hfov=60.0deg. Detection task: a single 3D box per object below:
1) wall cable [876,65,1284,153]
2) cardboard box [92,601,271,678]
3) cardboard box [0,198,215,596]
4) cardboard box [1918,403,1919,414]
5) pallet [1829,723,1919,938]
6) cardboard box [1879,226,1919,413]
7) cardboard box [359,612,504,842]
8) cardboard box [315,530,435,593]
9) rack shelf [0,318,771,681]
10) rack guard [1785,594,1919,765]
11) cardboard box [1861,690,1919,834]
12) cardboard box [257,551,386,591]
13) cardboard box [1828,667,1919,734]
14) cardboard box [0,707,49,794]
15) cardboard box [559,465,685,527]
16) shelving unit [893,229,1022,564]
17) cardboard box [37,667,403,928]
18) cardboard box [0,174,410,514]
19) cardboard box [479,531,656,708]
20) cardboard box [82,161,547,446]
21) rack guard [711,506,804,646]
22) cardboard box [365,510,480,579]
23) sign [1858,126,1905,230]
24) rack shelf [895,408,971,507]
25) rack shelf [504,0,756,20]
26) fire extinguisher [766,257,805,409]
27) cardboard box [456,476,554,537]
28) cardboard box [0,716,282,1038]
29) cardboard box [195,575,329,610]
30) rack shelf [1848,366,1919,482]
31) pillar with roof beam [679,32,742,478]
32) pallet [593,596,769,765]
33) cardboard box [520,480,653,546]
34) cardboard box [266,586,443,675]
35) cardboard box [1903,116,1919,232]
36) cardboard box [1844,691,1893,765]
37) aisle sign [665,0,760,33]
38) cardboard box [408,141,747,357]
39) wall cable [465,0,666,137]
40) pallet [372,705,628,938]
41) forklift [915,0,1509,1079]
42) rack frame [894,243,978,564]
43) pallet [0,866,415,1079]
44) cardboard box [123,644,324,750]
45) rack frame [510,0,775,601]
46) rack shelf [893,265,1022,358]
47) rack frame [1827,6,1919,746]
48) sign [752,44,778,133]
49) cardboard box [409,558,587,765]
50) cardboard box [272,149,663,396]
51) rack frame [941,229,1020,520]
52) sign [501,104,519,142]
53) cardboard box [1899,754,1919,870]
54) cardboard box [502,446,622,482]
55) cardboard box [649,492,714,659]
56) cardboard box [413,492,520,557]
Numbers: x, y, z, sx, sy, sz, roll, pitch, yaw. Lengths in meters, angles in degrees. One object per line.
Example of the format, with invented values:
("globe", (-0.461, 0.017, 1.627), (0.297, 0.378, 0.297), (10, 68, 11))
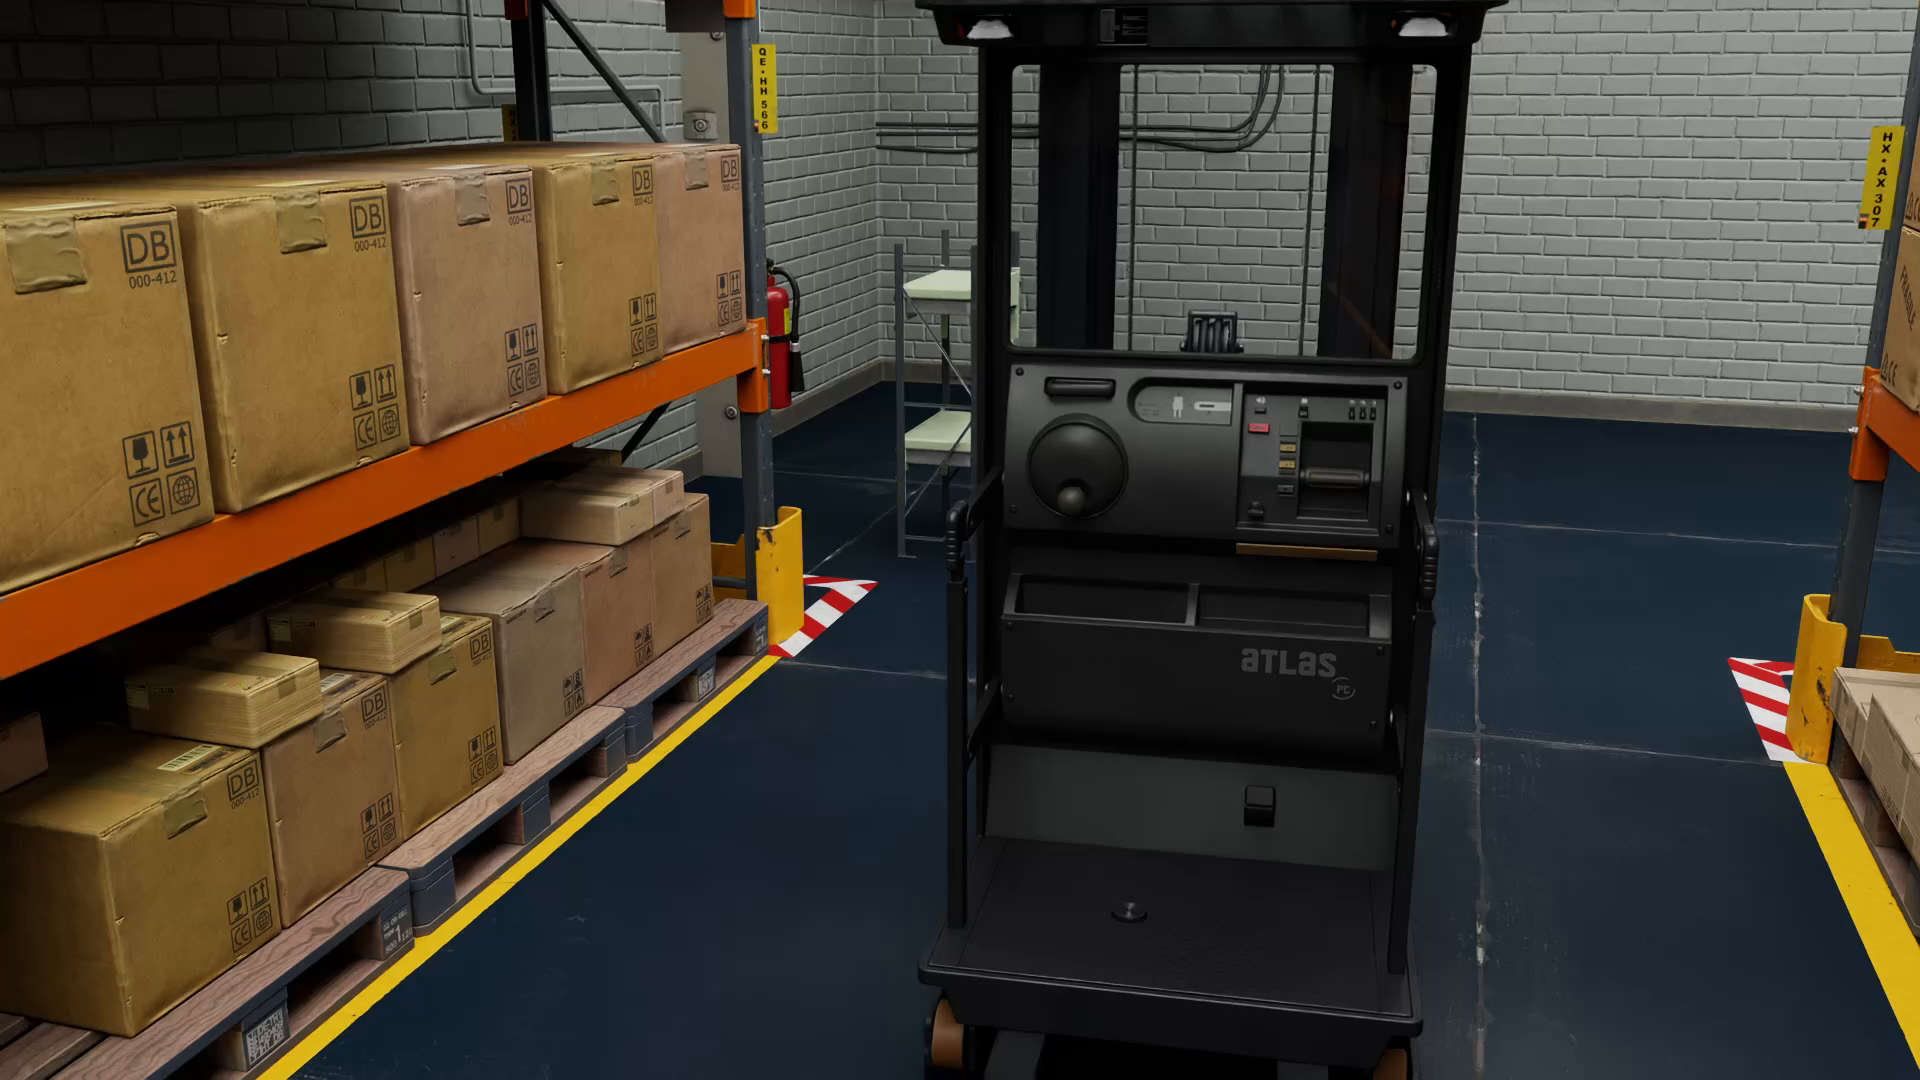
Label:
("wall cable", (0.689, -3.934, 11.398), (3.097, 2.526, 0.112), (5, 16, 16))
("cardboard box", (-2.097, 0.273, 4.492), (0.380, 0.149, 0.250), (4, 16, 14))
("cardboard box", (-2.228, -0.328, 3.439), (0.980, 0.700, 0.700), (5, 17, 17))
("cardboard box", (2.969, -0.523, 4.495), (0.500, 0.500, 0.500), (4, 16, 15))
("pallet", (3.242, 0.864, 4.898), (1.003, 0.211, 1.213), (5, 16, 16))
("cardboard box", (3.110, -0.659, 4.972), (0.500, 0.500, 0.500), (5, 17, 17))
("cardboard box", (-1.793, 0.504, 4.865), (0.700, 0.500, 0.500), (5, 17, 17))
("cardboard box", (-1.879, 0.073, 5.196), (0.380, 0.149, 0.250), (5, 17, 16))
("rack shelf", (-1.830, -0.220, 4.927), (1.077, 0.370, 4.000), (5, 16, 16))
("rack guard", (3.468, 0.516, 5.594), (1.175, 0.500, 0.348), (5, 16, 16))
("cardboard box", (2.921, 0.656, 4.753), (0.500, 0.250, 0.500), (5, 16, 16))
("cardboard box", (-1.951, 0.140, 4.963), (0.380, 0.149, 0.250), (4, 16, 15))
("cardboard box", (3.041, 0.536, 5.360), (0.380, 0.149, 0.250), (5, 16, 16))
("cardboard box", (-2.319, 0.480, 3.762), (0.380, 0.149, 0.250), (5, 16, 16))
("cardboard box", (-1.226, -0.162, 6.028), (0.380, 0.149, 0.250), (4, 16, 15))
("shelving unit", (-0.002, -0.720, 8.119), (0.431, 1.500, 0.755), (5, 16, 16))
("cardboard box", (-1.941, 0.639, 4.392), (0.700, 0.500, 0.500), (4, 16, 15))
("cardboard box", (-2.015, -0.519, 4.111), (0.980, 0.700, 0.700), (4, 16, 14))
("cardboard box", (-1.506, 0.233, 5.823), (0.700, 0.500, 0.500), (5, 16, 16))
("cardboard box", (-1.818, -0.710, 4.785), (0.980, 0.700, 0.700), (4, 16, 13))
("rack guard", (-1.254, 0.107, 7.037), (1.175, 0.500, 0.348), (5, 16, 16))
("cardboard box", (-1.807, 0.006, 5.433), (0.380, 0.149, 0.250), (5, 17, 17))
("sign", (2.969, -1.165, 5.353), (0.100, 0.325, 0.005), (5, 16, 16))
("rack shelf", (-0.002, -0.406, 8.208), (0.431, 0.370, 0.720), (5, 16, 16))
("rack shelf", (-1.830, -1.663, 4.518), (1.077, 0.370, 4.000), (5, 16, 16))
("fire extinguisher", (-0.776, -0.877, 6.748), (0.296, 0.674, 0.183), (5, 16, 16))
("cardboard box", (-1.664, -0.126, 5.898), (0.380, 0.149, 0.250), (5, 16, 16))
("cardboard box", (-2.087, 0.770, 3.930), (0.700, 0.500, 0.500), (5, 17, 17))
("cardboard box", (-2.024, 0.207, 4.724), (0.380, 0.149, 0.250), (5, 17, 16))
("rack shelf", (2.921, 0.163, 3.576), (1.077, 0.370, 4.000), (5, 16, 16))
("pillar with roof beam", (2.804, -4.415, 7.405), (9.100, 9.000, 0.400), (5, 16, 16))
("pallet", (-1.413, 0.467, 6.295), (1.003, 0.211, 1.213), (5, 16, 16))
("cardboard box", (-1.298, -0.096, 5.792), (0.380, 0.149, 0.250), (5, 17, 17))
("cardboard box", (-1.667, 0.246, 4.589), (0.380, 0.149, 0.250), (4, 16, 14))
("cardboard box", (3.110, -1.140, 4.836), (0.500, 0.500, 0.500), (5, 17, 18))
("cardboard box", (2.970, 0.593, 5.127), (0.380, 0.166, 0.250), (5, 16, 16))
("aisle sign", (-0.953, -2.336, 6.303), (0.394, 0.787, 0.004), (5, 16, 16))
("cardboard box", (-1.397, -1.100, 6.160), (0.980, 0.700, 0.700), (5, 17, 18))
("wall cable", (-1.804, -1.987, 7.975), (0.084, 1.984, 1.851), (5, 16, 16))
("pallet", (-1.762, 0.785, 5.174), (1.003, 0.211, 1.213), (5, 16, 16))
("forklift", (0.530, -0.215, 3.716), (1.130, 2.935, 3.031), (3, 16, 11))
("rack frame", (-0.106, -0.624, 7.781), (0.400, 1.500, 0.023), (5, 16, 16))
("pallet", (-2.107, 1.106, 4.045), (1.003, 0.211, 1.213), (5, 16, 16))
("cardboard box", (-1.815, 0.382, 4.107), (0.380, 0.149, 0.250), (5, 17, 18))
("rack frame", (-1.261, -1.090, 6.674), (1.000, 3.000, 0.127), (5, 16, 16))
("rack shelf", (-0.002, -1.095, 8.012), (0.431, 0.370, 0.720), (5, 16, 16))
("rack frame", (3.489, -0.706, 5.323), (1.000, 3.000, 0.127), (5, 16, 16))
("sign", (-0.745, -1.715, 6.322), (0.100, 0.325, 0.005), (5, 16, 16))
("cardboard box", (-1.649, 0.364, 5.359), (0.700, 0.500, 0.500), (4, 16, 14))
("cardboard box", (-1.593, -0.908, 5.485), (0.980, 0.700, 0.700), (4, 16, 15))
("rack frame", (0.102, -0.816, 8.456), (0.400, 1.500, 0.023), (5, 16, 16))
("sign", (-1.792, -1.589, 6.702), (0.100, 0.325, 0.005), (5, 16, 16))
("cardboard box", (2.779, 0.787, 4.292), (0.500, 0.250, 0.500), (5, 16, 16))
("cardboard box", (-1.520, -0.258, 6.366), (0.380, 0.149, 0.250), (5, 17, 16))
("cardboard box", (-1.364, 0.102, 6.284), (0.700, 0.500, 0.500), (5, 16, 16))
("cardboard box", (-1.735, -0.060, 5.668), (0.380, 0.149, 0.250), (5, 17, 16))
